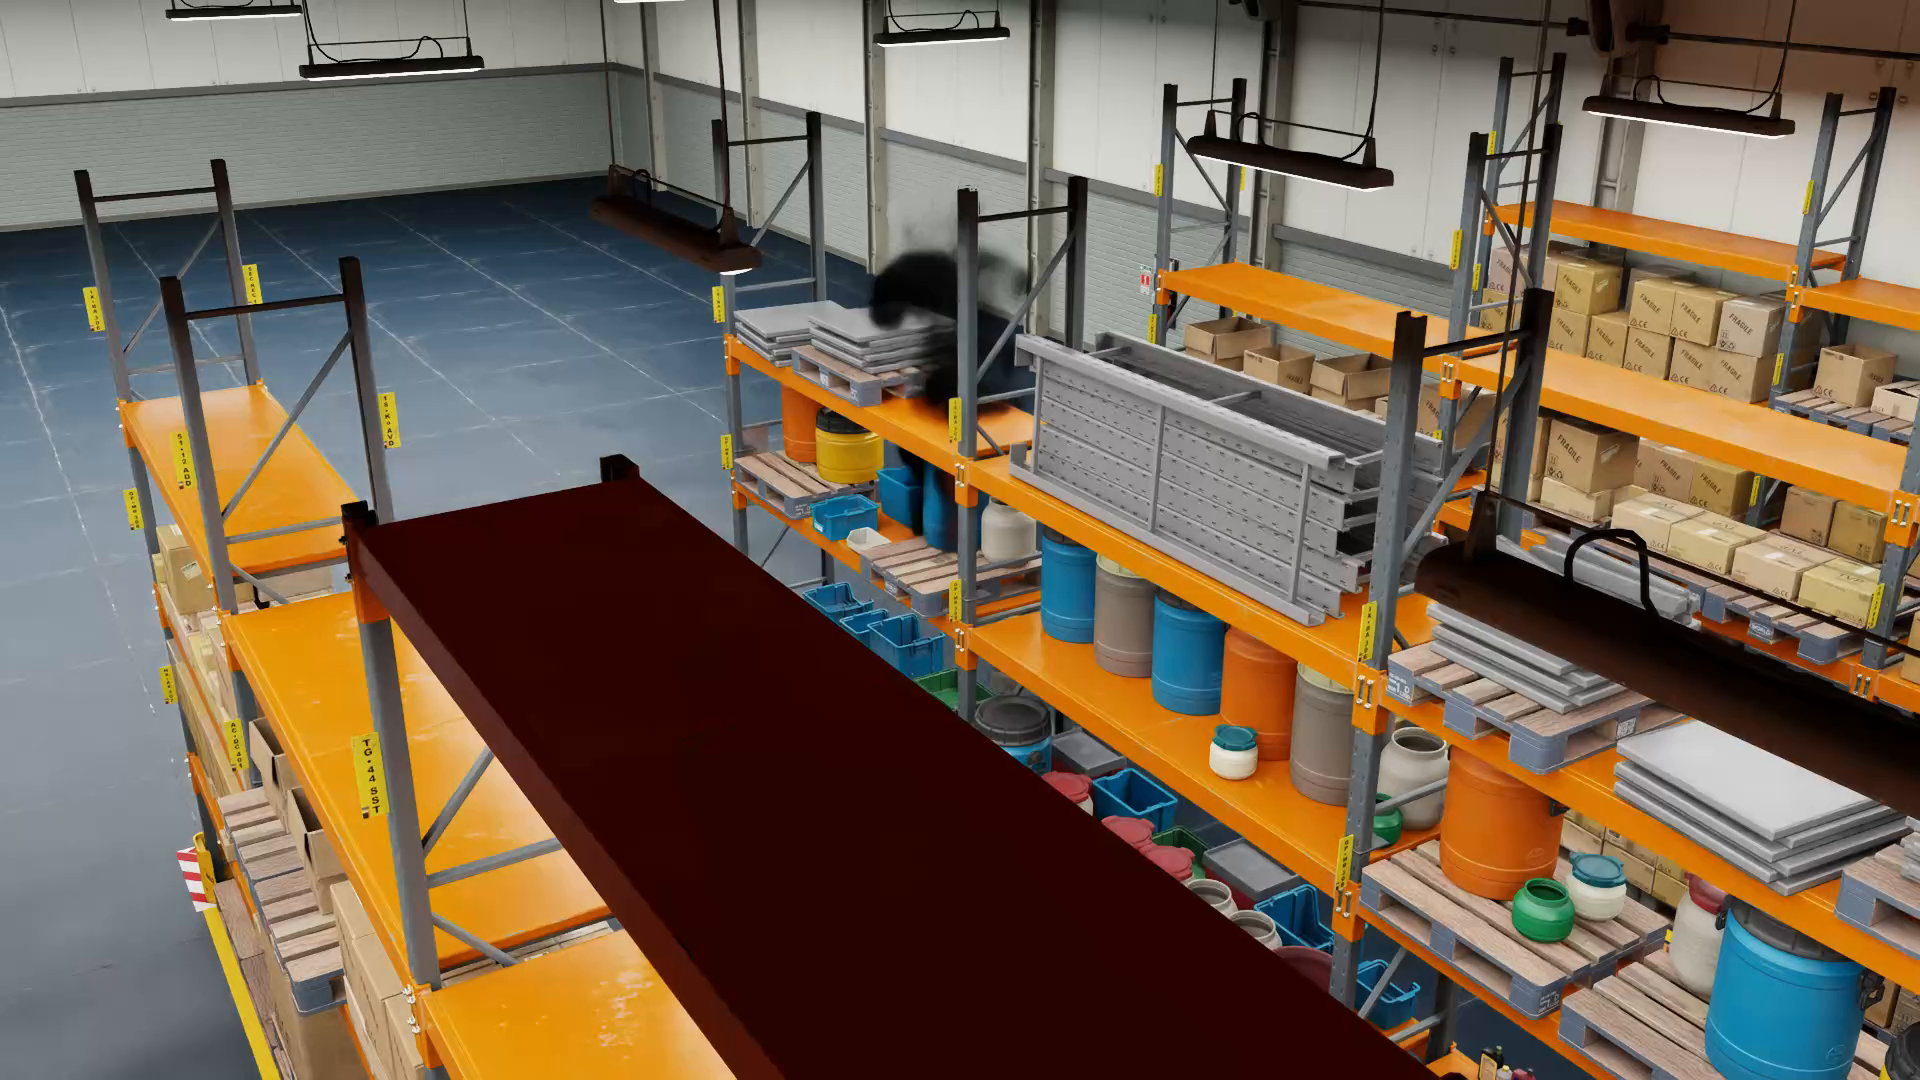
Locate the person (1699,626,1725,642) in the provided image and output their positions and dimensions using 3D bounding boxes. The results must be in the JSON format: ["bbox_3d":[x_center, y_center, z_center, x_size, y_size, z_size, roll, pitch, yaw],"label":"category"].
[{"bbox_3d":[6.776,1.364,15.666,0.909,1.815,0.613,18,28,38],"label":"person"}]

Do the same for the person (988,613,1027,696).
[{"bbox_3d":[0.510,1.216,16.144,0.615,1.647,0.555,-17,27,-36],"label":"person"}]
